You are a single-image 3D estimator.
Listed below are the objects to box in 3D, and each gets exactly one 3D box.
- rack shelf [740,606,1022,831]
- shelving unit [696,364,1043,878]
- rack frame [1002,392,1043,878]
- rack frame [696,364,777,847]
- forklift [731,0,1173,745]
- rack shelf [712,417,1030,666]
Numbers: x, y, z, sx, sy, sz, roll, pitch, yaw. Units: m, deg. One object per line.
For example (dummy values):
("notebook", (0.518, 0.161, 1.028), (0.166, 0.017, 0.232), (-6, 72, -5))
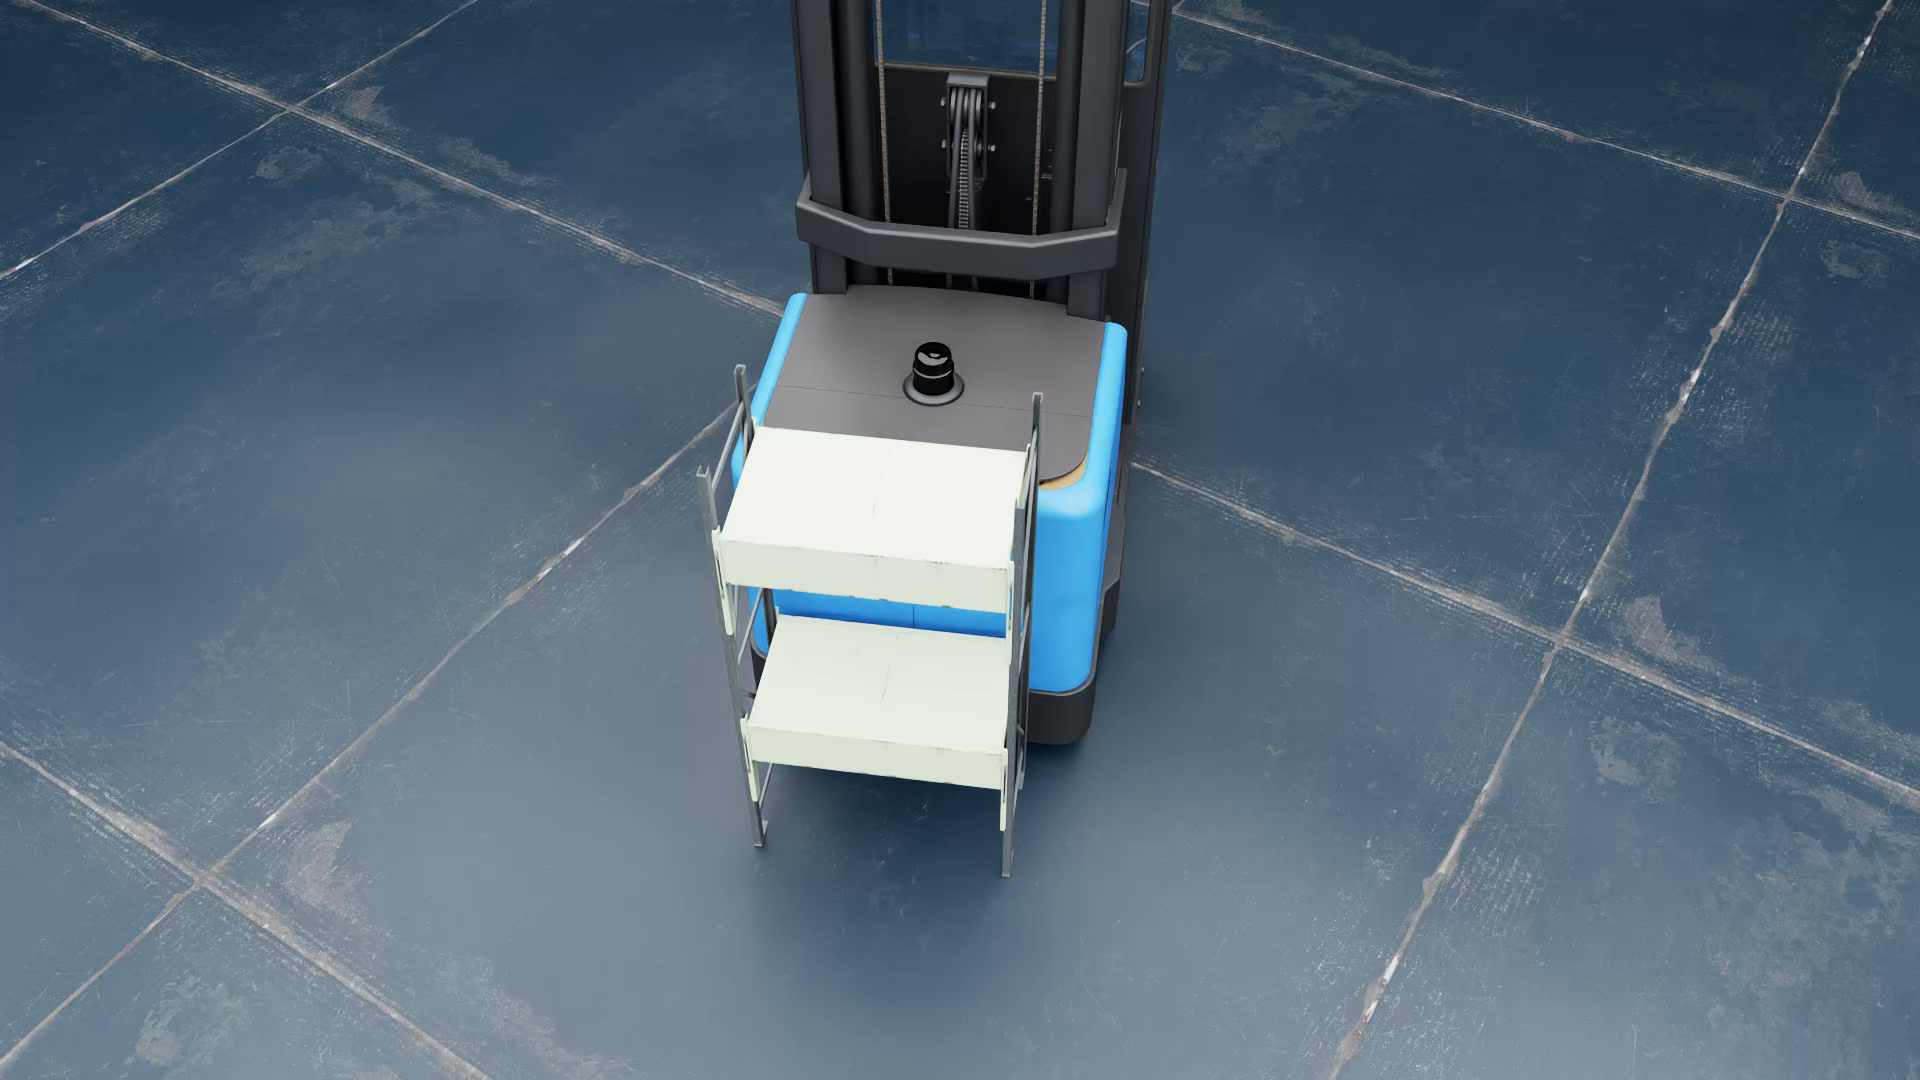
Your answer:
("rack shelf", (-0.202, 0.499, 4.674), (0.720, 0.370, 0.431), (6, 46, 6))
("shelving unit", (-0.202, 0.272, 4.440), (0.755, 1.500, 0.431), (6, 46, 6))
("rack frame", (0.161, 0.309, 4.404), (0.023, 1.500, 0.400), (6, 46, 6))
("rack frame", (-0.564, 0.235, 4.476), (0.023, 1.500, 0.400), (6, 46, 6))
("forklift", (0.095, -1.468, 5.133), (1.130, 2.935, 3.031), (6, 46, 6))
("rack shelf", (-0.202, 0.000, 4.160), (0.720, 0.370, 0.431), (6, 46, 6))
